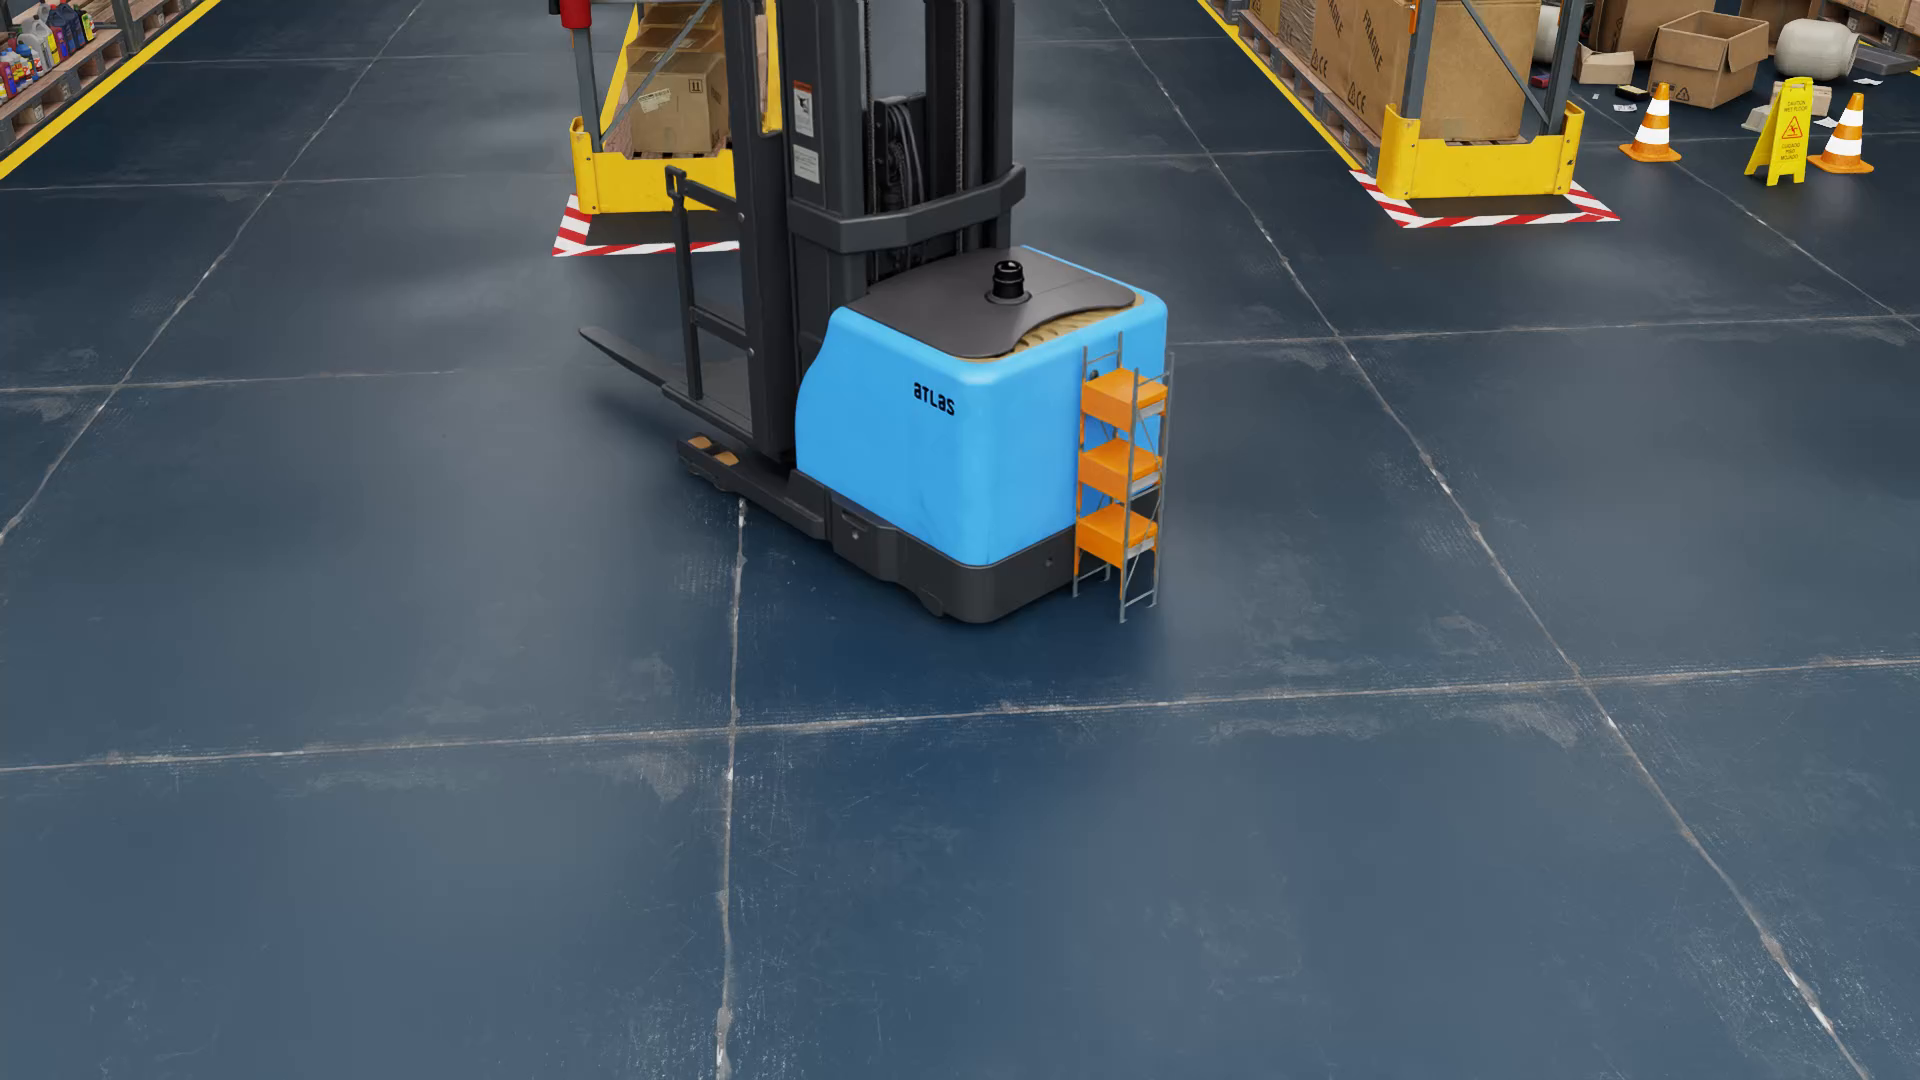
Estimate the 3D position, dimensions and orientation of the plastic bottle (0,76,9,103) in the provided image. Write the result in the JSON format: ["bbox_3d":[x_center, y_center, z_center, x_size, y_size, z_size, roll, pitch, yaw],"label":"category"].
[{"bbox_3d":[-6.530,-3.073,11.270,0.097,0.201,0.097,0,31,0],"label":"plastic bottle"}]

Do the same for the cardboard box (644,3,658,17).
[{"bbox_3d":[-2.045,-3.981,12.517,0.500,0.500,0.500,7,32,11],"label":"cardboard box"}]

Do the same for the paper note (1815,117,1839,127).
[{"bbox_3d":[6.066,-2.917,11.604,0.148,0.019,0.142,-14,33,-22],"label":"paper note"}]

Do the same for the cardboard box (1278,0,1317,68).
[{"bbox_3d":[2.921,-4.041,12.253,0.875,0.875,0.875,-3,31,-4],"label":"cardboard box"}]

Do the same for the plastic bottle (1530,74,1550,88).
[{"bbox_3d":[4.429,-3.445,12.458,0.283,0.061,0.133,-14,33,-22],"label":"plastic bottle"}]

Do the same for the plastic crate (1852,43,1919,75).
[{"bbox_3d":[7.093,-3.752,12.954,0.402,0.080,0.583,-14,33,-22],"label":"plastic crate"}]

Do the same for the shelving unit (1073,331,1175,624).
[{"bbox_3d":[0.590,-0.217,6.089,0.215,1.050,0.252,-25,39,-35],"label":"shelving unit"}]

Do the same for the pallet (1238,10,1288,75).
[{"bbox_3d":[2.837,-3.969,13.188,1.003,0.211,1.213,-3,31,-5],"label":"pallet"}]

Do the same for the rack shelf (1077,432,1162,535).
[{"bbox_3d":[0.590,-0.208,6.095,0.215,0.259,0.240,-25,39,-35],"label":"rack shelf"}]

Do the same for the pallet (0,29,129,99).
[{"bbox_3d":[-7.014,-3.592,12.559,1.003,0.211,1.213,-3,31,-5],"label":"pallet"}]

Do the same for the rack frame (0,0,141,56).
[{"bbox_3d":[-7.035,-5.134,12.421,1.000,3.000,0.127,-3,31,-5],"label":"rack frame"}]

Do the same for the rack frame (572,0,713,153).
[{"bbox_3d":[-1.730,-3.330,9.399,1.000,3.000,0.127,-3,31,-5],"label":"rack frame"}]

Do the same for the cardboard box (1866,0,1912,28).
[{"bbox_3d":[7.610,-4.260,13.229,0.500,0.250,0.500,-1,31,-2],"label":"cardboard box"}]

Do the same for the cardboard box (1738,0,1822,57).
[{"bbox_3d":[6.508,-4.162,13.228,0.500,0.500,0.500,20,36,29],"label":"cardboard box"}]

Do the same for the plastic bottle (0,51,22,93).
[{"bbox_3d":[-6.553,-3.225,11.456,0.097,0.271,0.097,0,31,0],"label":"plastic bottle"}]

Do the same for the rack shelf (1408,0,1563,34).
[{"bbox_3d":[3.031,-4.228,11.605,1.077,0.370,4.000,-3,31,-5],"label":"rack shelf"}]

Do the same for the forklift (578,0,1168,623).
[{"bbox_3d":[-0.575,-1.623,6.609,1.130,2.935,3.031,-25,39,-35],"label":"forklift"}]

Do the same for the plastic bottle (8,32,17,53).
[{"bbox_3d":[-6.735,-3.491,11.889,0.061,0.283,0.133,-3,31,-5],"label":"plastic bottle"}]

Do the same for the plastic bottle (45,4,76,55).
[{"bbox_3d":[-6.670,-3.773,12.296,0.144,0.351,0.185,-4,31,-7],"label":"plastic bottle"}]

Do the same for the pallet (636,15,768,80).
[{"bbox_3d":[-2.006,-3.833,12.962,1.003,0.211,1.213,-3,31,-5],"label":"pallet"}]

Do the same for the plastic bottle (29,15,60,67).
[{"bbox_3d":[-6.640,-3.608,12.020,0.144,0.351,0.185,-3,31,-5],"label":"plastic bottle"}]

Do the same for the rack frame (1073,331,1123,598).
[{"bbox_3d":[0.508,-0.263,6.167,0.200,1.050,0.008,-25,39,-35],"label":"rack frame"}]

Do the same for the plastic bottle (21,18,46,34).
[{"bbox_3d":[-6.815,-3.721,12.282,0.152,0.276,0.135,-3,31,-5],"label":"plastic bottle"}]

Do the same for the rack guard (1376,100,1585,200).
[{"bbox_3d":[3.220,-2.430,10.331,1.175,0.500,0.348,-3,31,-5],"label":"rack guard"}]

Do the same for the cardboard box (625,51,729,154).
[{"bbox_3d":[-1.772,-2.756,10.468,0.500,0.500,0.500,3,31,5],"label":"cardboard box"}]

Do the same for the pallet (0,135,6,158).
[{"bbox_3d":[-6.786,-2.347,10.473,1.003,0.211,1.213,-3,31,-5],"label":"pallet"}]

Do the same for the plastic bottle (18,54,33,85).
[{"bbox_3d":[-6.571,-3.297,11.645,0.097,0.201,0.097,0,31,0],"label":"plastic bottle"}]

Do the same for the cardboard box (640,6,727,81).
[{"bbox_3d":[-1.901,-3.380,11.512,0.500,0.500,0.500,0,31,0],"label":"cardboard box"}]

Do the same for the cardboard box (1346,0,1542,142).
[{"bbox_3d":[3.089,-3.127,10.722,0.875,0.875,0.875,-3,31,-4],"label":"cardboard box"}]

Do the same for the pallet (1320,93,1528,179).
[{"bbox_3d":[3.065,-2.723,11.103,1.003,0.211,1.213,-3,31,-5],"label":"pallet"}]

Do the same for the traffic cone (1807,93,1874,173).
[{"bbox_3d":[5.739,-2.646,10.729,0.336,0.463,0.334,-3,31,-5],"label":"traffic cone"}]

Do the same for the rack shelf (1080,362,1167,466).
[{"bbox_3d":[0.590,-0.451,5.949,0.215,0.259,0.240,-25,39,-35],"label":"rack shelf"}]

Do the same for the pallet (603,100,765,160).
[{"bbox_3d":[-1.778,-2.588,10.876,1.003,0.211,1.213,-3,31,-5],"label":"pallet"}]

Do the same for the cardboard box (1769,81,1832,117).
[{"bbox_3d":[6.003,-3.153,11.883,0.380,0.149,0.250,13,33,21],"label":"cardboard box"}]

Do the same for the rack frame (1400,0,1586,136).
[{"bbox_3d":[3.218,-3.516,9.711,1.000,3.000,0.127,-3,31,-5],"label":"rack frame"}]

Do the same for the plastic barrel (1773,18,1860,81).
[{"bbox_3d":[6.436,-3.680,12.499,0.512,0.421,0.421,20,36,29],"label":"plastic barrel"}]

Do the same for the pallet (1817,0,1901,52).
[{"bbox_3d":[7.861,-4.308,13.757,1.003,0.211,1.213,-3,31,-5],"label":"pallet"}]

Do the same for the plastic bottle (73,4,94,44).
[{"bbox_3d":[-6.662,-3.927,12.620,0.061,0.283,0.133,-1,31,-2],"label":"plastic bottle"}]

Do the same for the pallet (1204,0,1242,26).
[{"bbox_3d":[2.697,-4.751,14.498,1.003,0.211,1.213,-3,31,-5],"label":"pallet"}]

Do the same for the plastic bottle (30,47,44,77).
[{"bbox_3d":[-6.590,-3.402,11.820,0.097,0.201,0.097,0,31,0],"label":"plastic bottle"}]

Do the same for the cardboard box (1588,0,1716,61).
[{"bbox_3d":[5.356,-4.043,12.896,0.797,0.637,0.503,-3,31,-5],"label":"cardboard box"}]

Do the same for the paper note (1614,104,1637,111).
[{"bbox_3d":[4.765,-3.101,11.913,0.144,0.017,0.142,8,32,13],"label":"paper note"}]
